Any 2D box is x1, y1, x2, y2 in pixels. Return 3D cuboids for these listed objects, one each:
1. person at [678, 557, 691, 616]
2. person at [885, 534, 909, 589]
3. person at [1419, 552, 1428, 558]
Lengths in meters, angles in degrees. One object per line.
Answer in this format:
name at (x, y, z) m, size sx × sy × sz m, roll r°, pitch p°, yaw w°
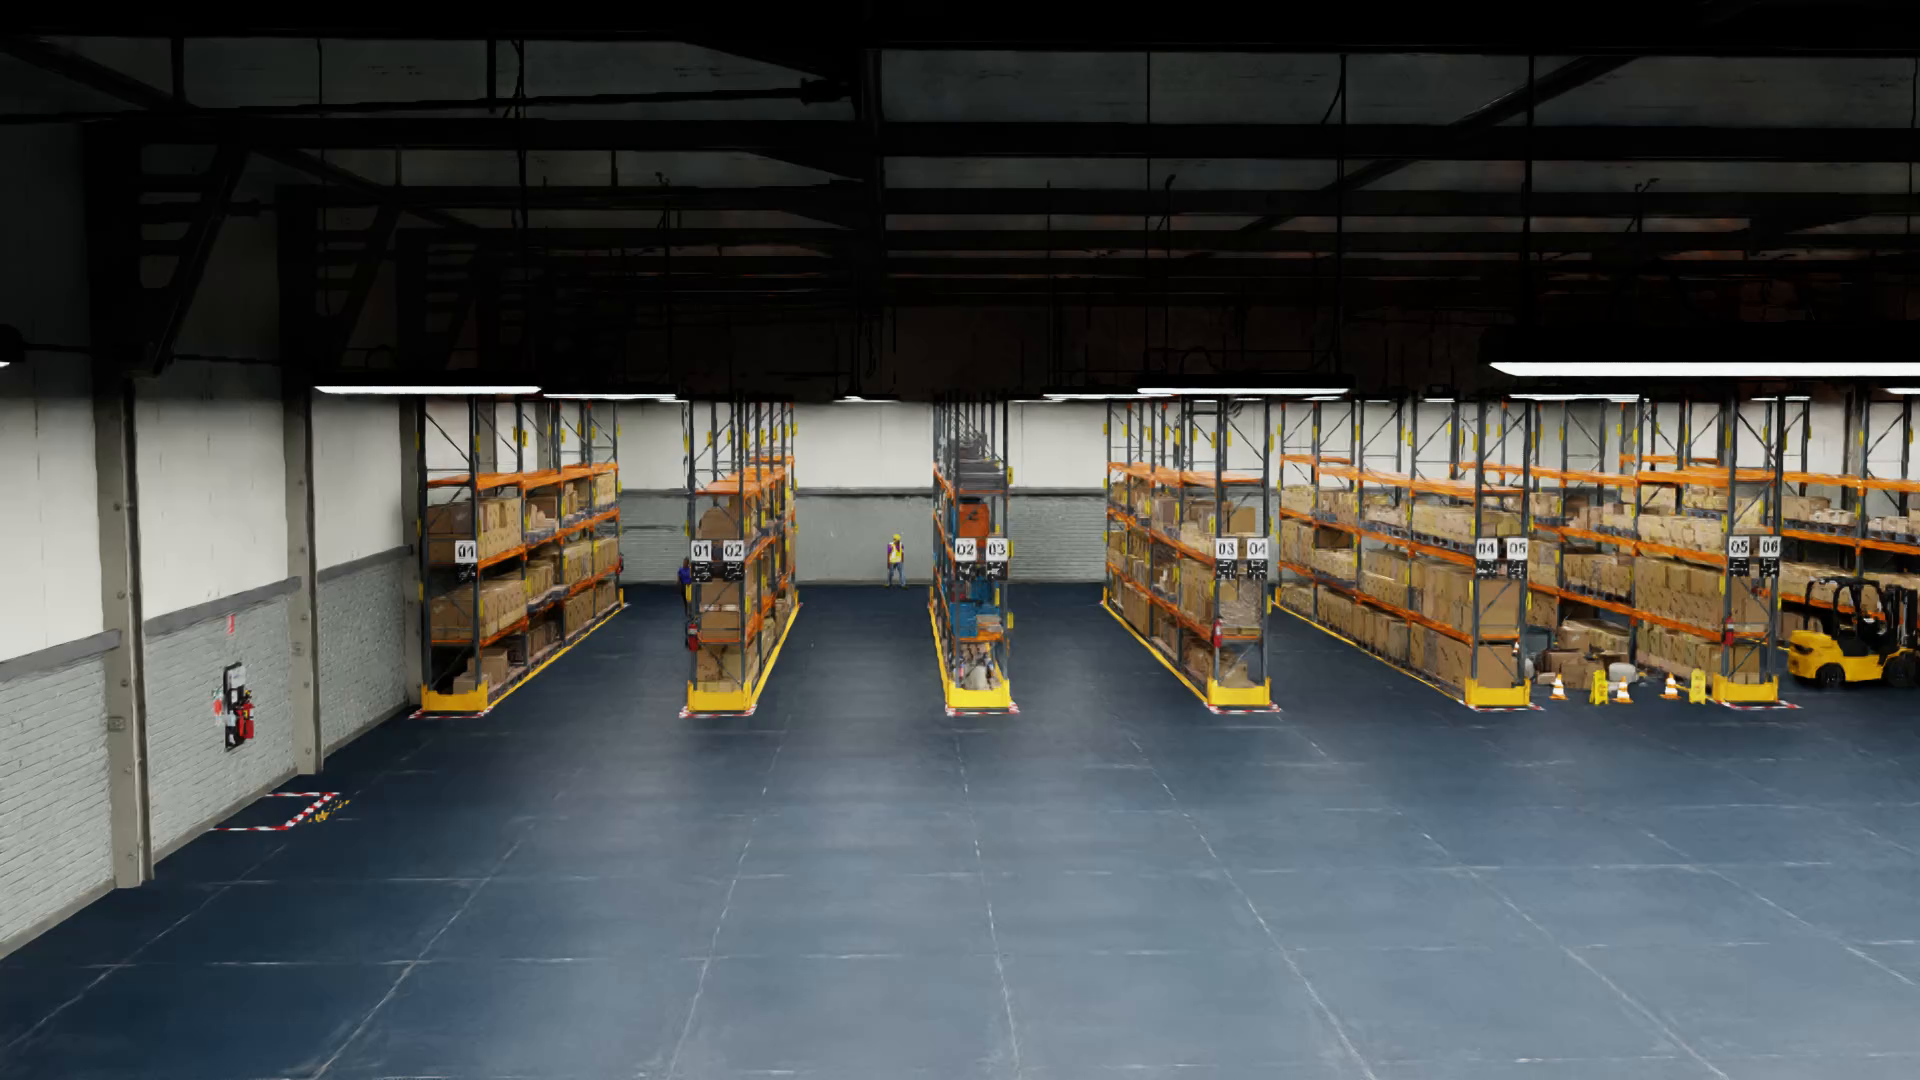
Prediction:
person at (-7.417, 1.253, 45.063) m, size 0.447 × 1.560 × 1.088 m, roll 0°, pitch 5°, yaw 0°
person at (-1.983, 0.661, 51.682) m, size 0.618 × 1.725 × 0.959 m, roll -2°, pitch 5°, yaw -25°
person at (12.369, 1.203, 44.557) m, size 0.597 × 1.746 × 0.667 m, roll 2°, pitch 5°, yaw 19°
